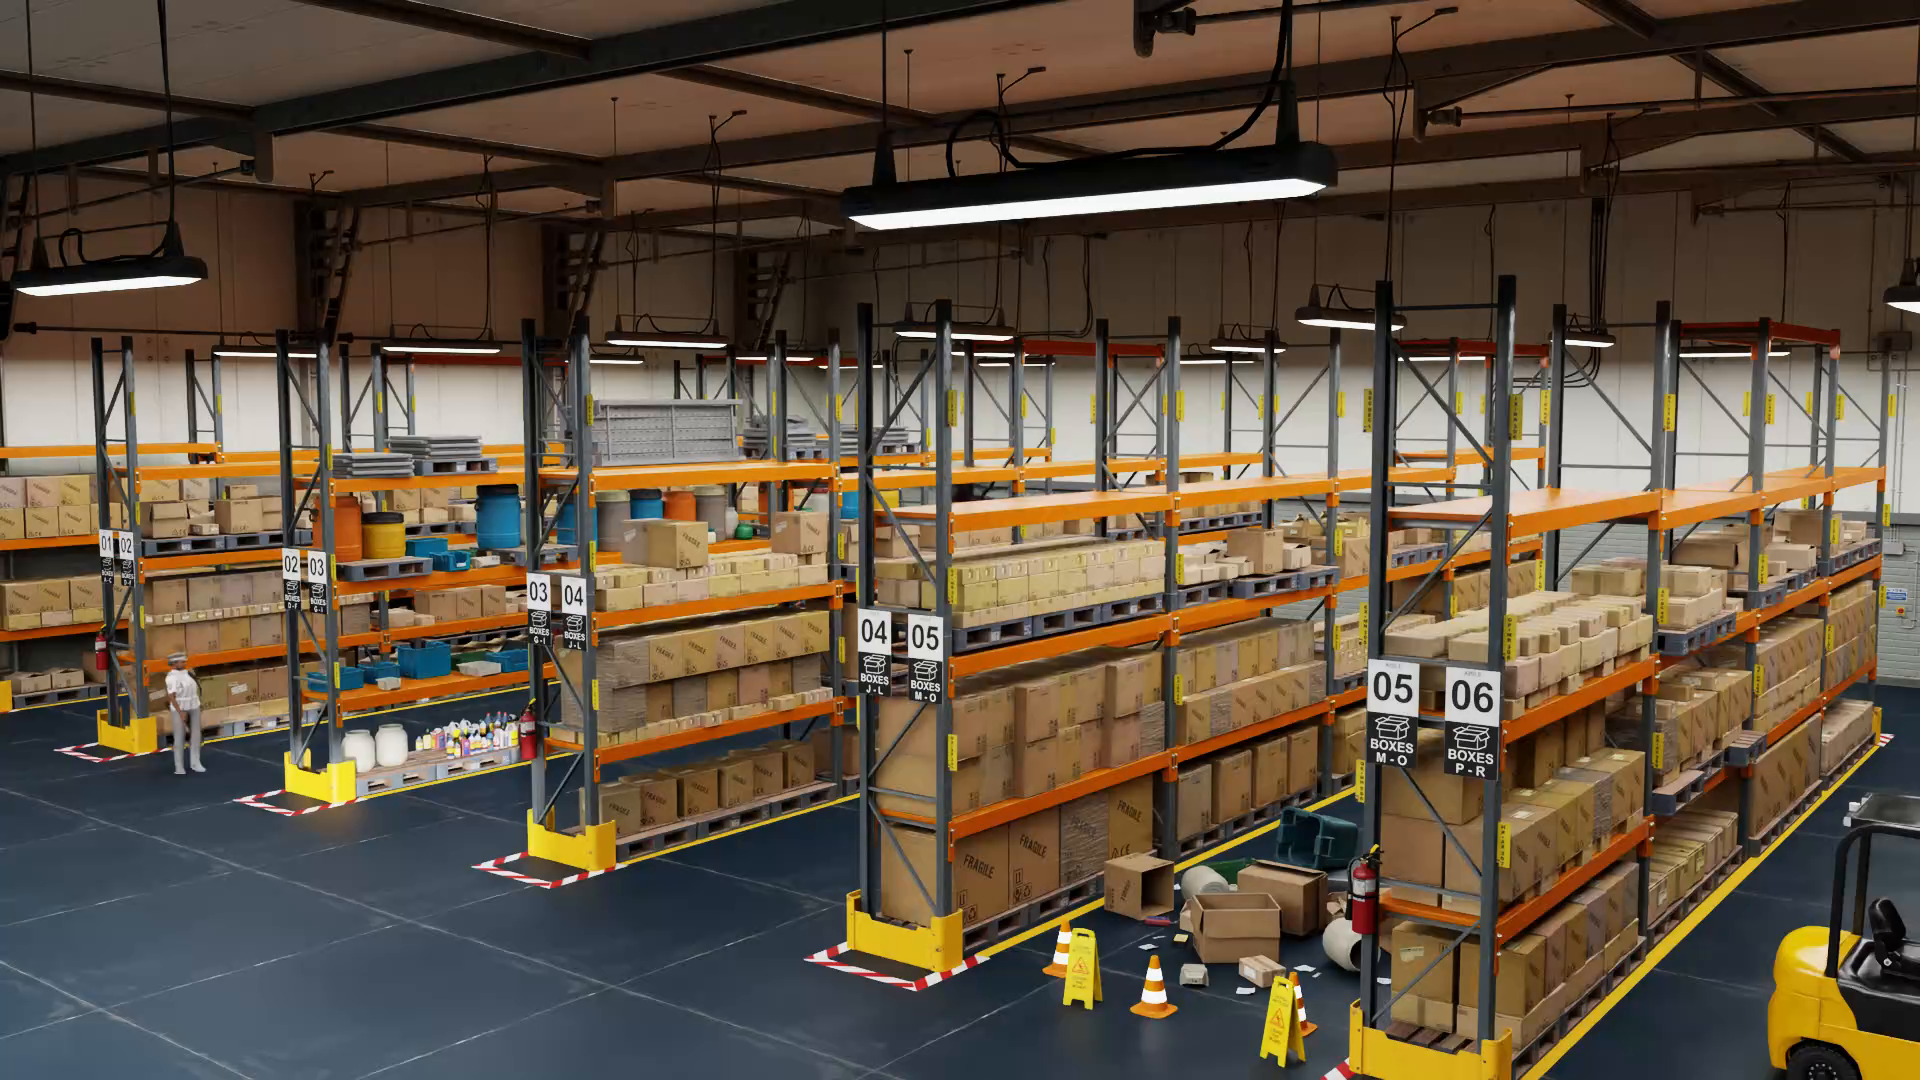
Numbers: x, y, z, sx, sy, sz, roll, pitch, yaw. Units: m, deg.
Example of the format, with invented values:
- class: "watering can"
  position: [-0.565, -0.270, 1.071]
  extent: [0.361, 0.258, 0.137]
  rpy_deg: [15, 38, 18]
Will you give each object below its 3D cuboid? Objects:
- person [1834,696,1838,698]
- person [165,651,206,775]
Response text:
- class: "person"
  position: [13.674, 1.998, 26.201]
  extent: [0.612, 1.749, 0.527]
  rpy_deg: [-4, 6, -39]
- class: "person"
  position: [-10.573, 2.370, 22.727]
  extent: [0.559, 1.704, 0.488]
  rpy_deg: [4, 6, 35]
